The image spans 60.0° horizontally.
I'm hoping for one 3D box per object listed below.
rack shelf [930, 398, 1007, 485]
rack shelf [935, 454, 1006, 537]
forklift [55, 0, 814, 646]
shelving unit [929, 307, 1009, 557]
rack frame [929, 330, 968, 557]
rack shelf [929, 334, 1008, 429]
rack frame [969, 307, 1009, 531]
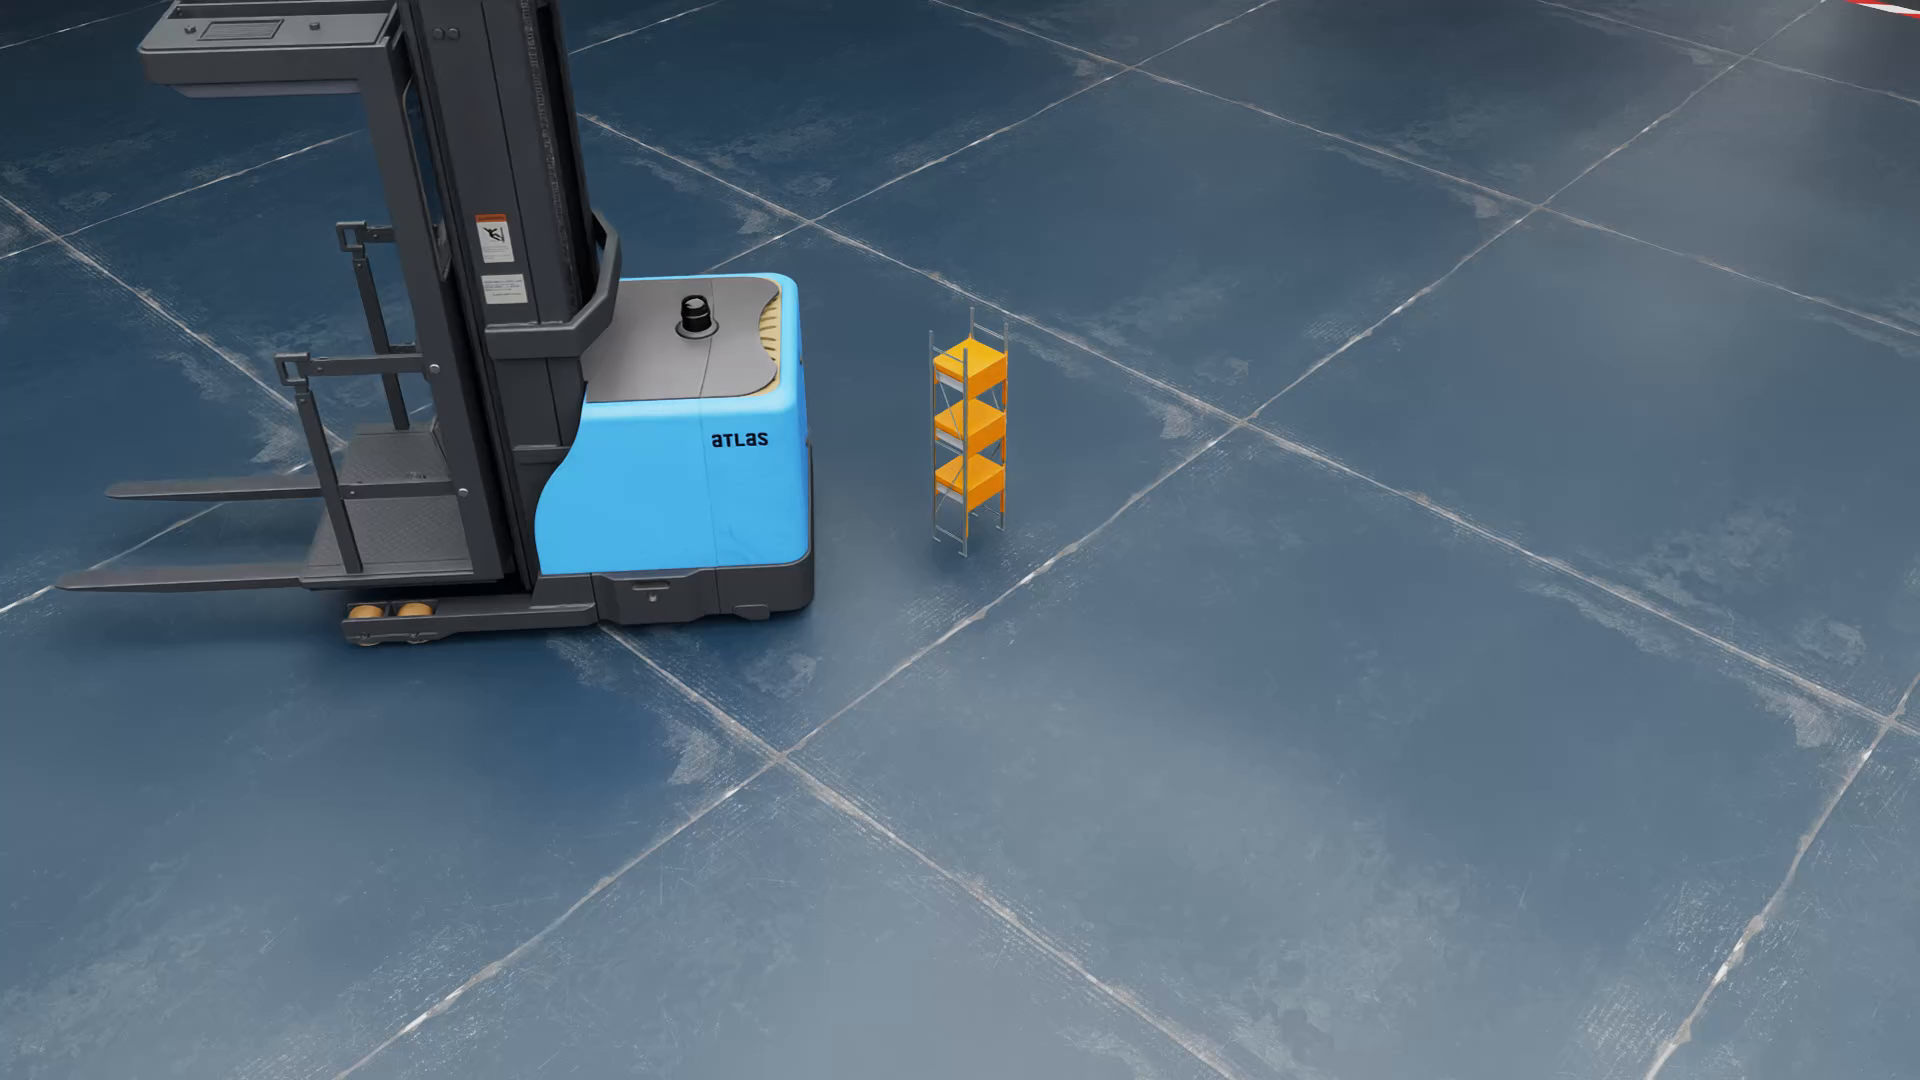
[{"bbox_3d":[0.036,-0.427,6.961,0.215,0.259,0.240,30,47,32],"label":"rack shelf"},{"bbox_3d":[0.036,-0.210,7.134,0.215,0.259,0.240,30,47,32],"label":"rack shelf"},{"bbox_3d":[-2.143,-1.063,6.232,3.031,2.935,1.130,-3,39,-3],"label":"forklift"},{"bbox_3d":[0.036,-0.436,6.954,0.215,1.050,0.252,30,47,32],"label":"shelving unit"},{"bbox_3d":[-0.046,-0.379,6.884,0.200,1.050,0.008,30,47,32],"label":"rack frame"},{"bbox_3d":[0.036,-0.649,6.784,0.215,0.259,0.240,30,47,32],"label":"rack shelf"},{"bbox_3d":[0.118,-0.492,7.025,0.200,1.050,0.008,30,47,32],"label":"rack frame"}]
